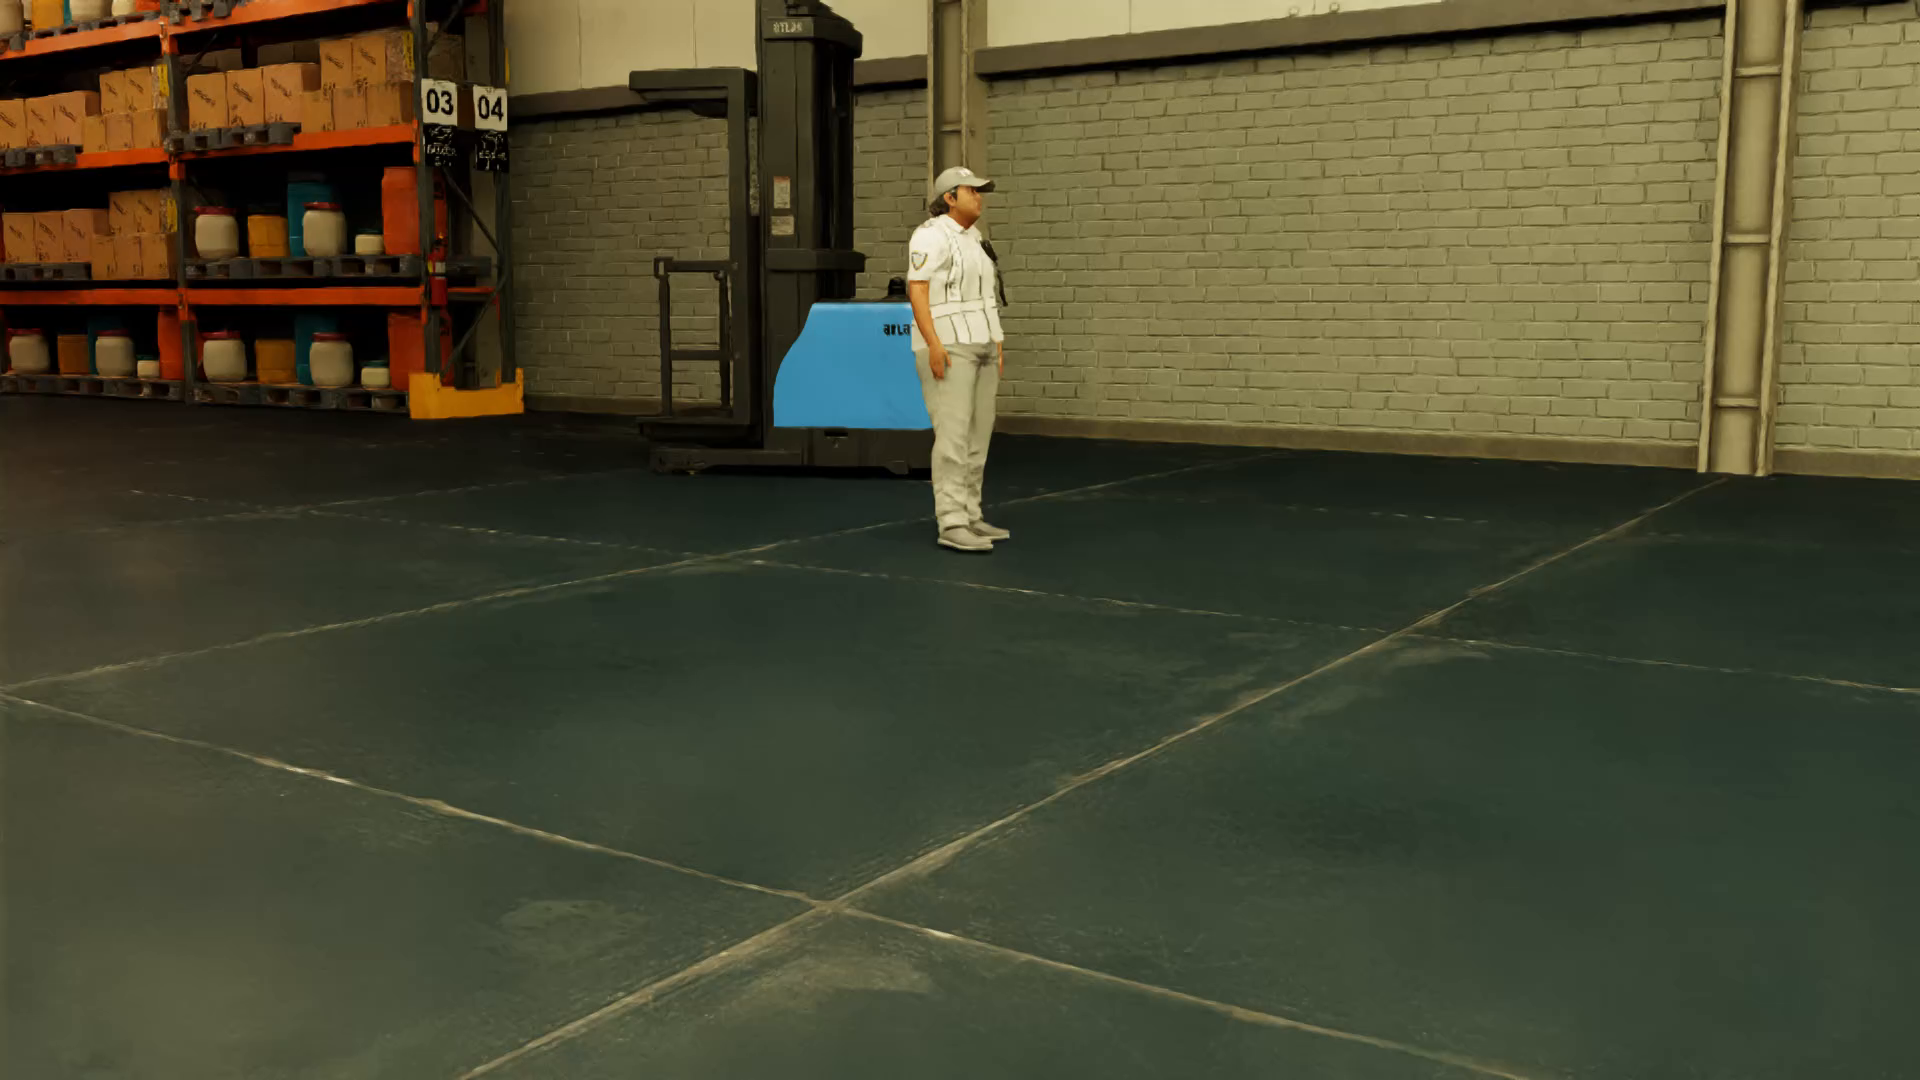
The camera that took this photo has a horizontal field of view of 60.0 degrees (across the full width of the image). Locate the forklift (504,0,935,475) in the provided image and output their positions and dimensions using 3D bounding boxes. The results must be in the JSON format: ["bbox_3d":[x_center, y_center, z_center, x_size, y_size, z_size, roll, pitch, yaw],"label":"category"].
[{"bbox_3d":[-1.484,-1.939,10.827,3.031,2.935,1.130,2,8,14],"label":"forklift"}]

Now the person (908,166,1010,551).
[{"bbox_3d":[0.051,-0.823,7.424,0.529,1.669,0.598,5,10,34],"label":"person"}]
